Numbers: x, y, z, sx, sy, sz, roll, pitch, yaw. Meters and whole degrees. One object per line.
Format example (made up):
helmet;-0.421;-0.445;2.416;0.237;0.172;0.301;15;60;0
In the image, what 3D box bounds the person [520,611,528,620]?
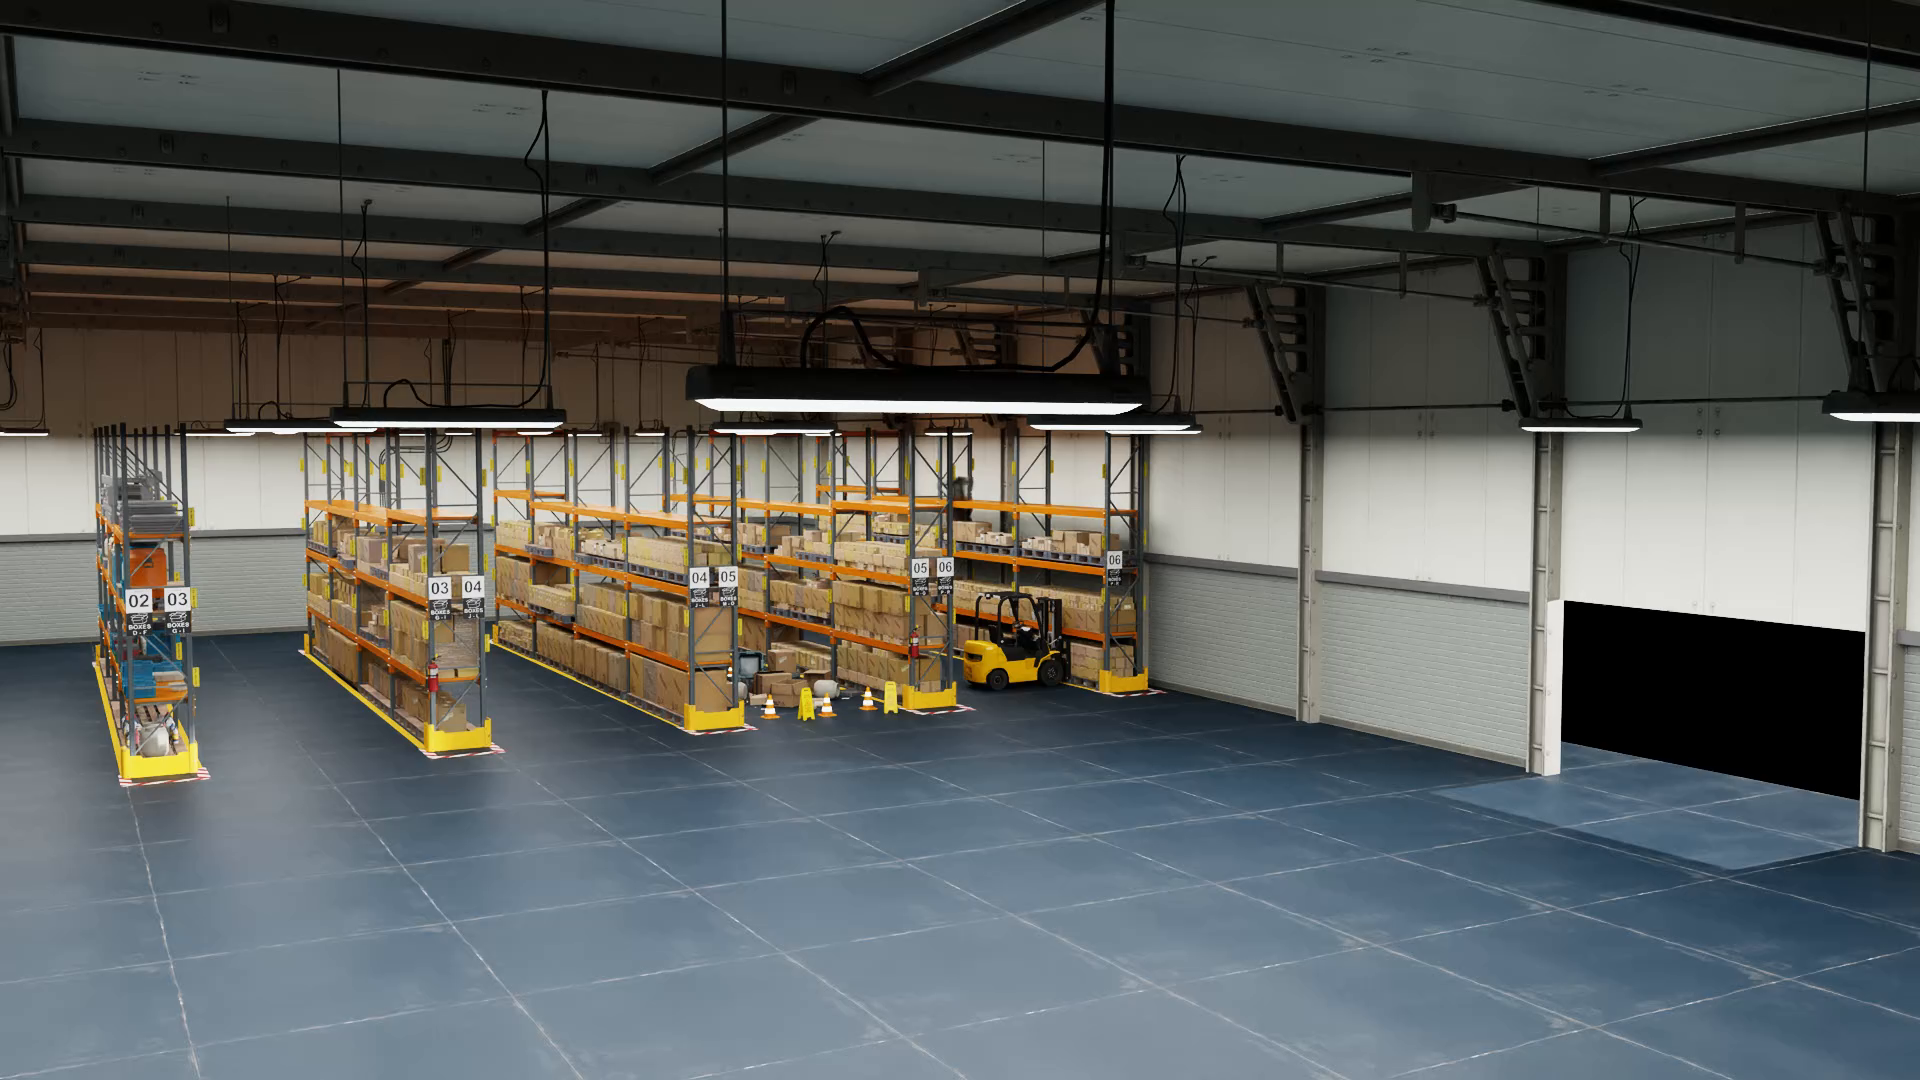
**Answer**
person;-12.824;1.984;49.189;0.536;1.544;0.688;1;4;20
